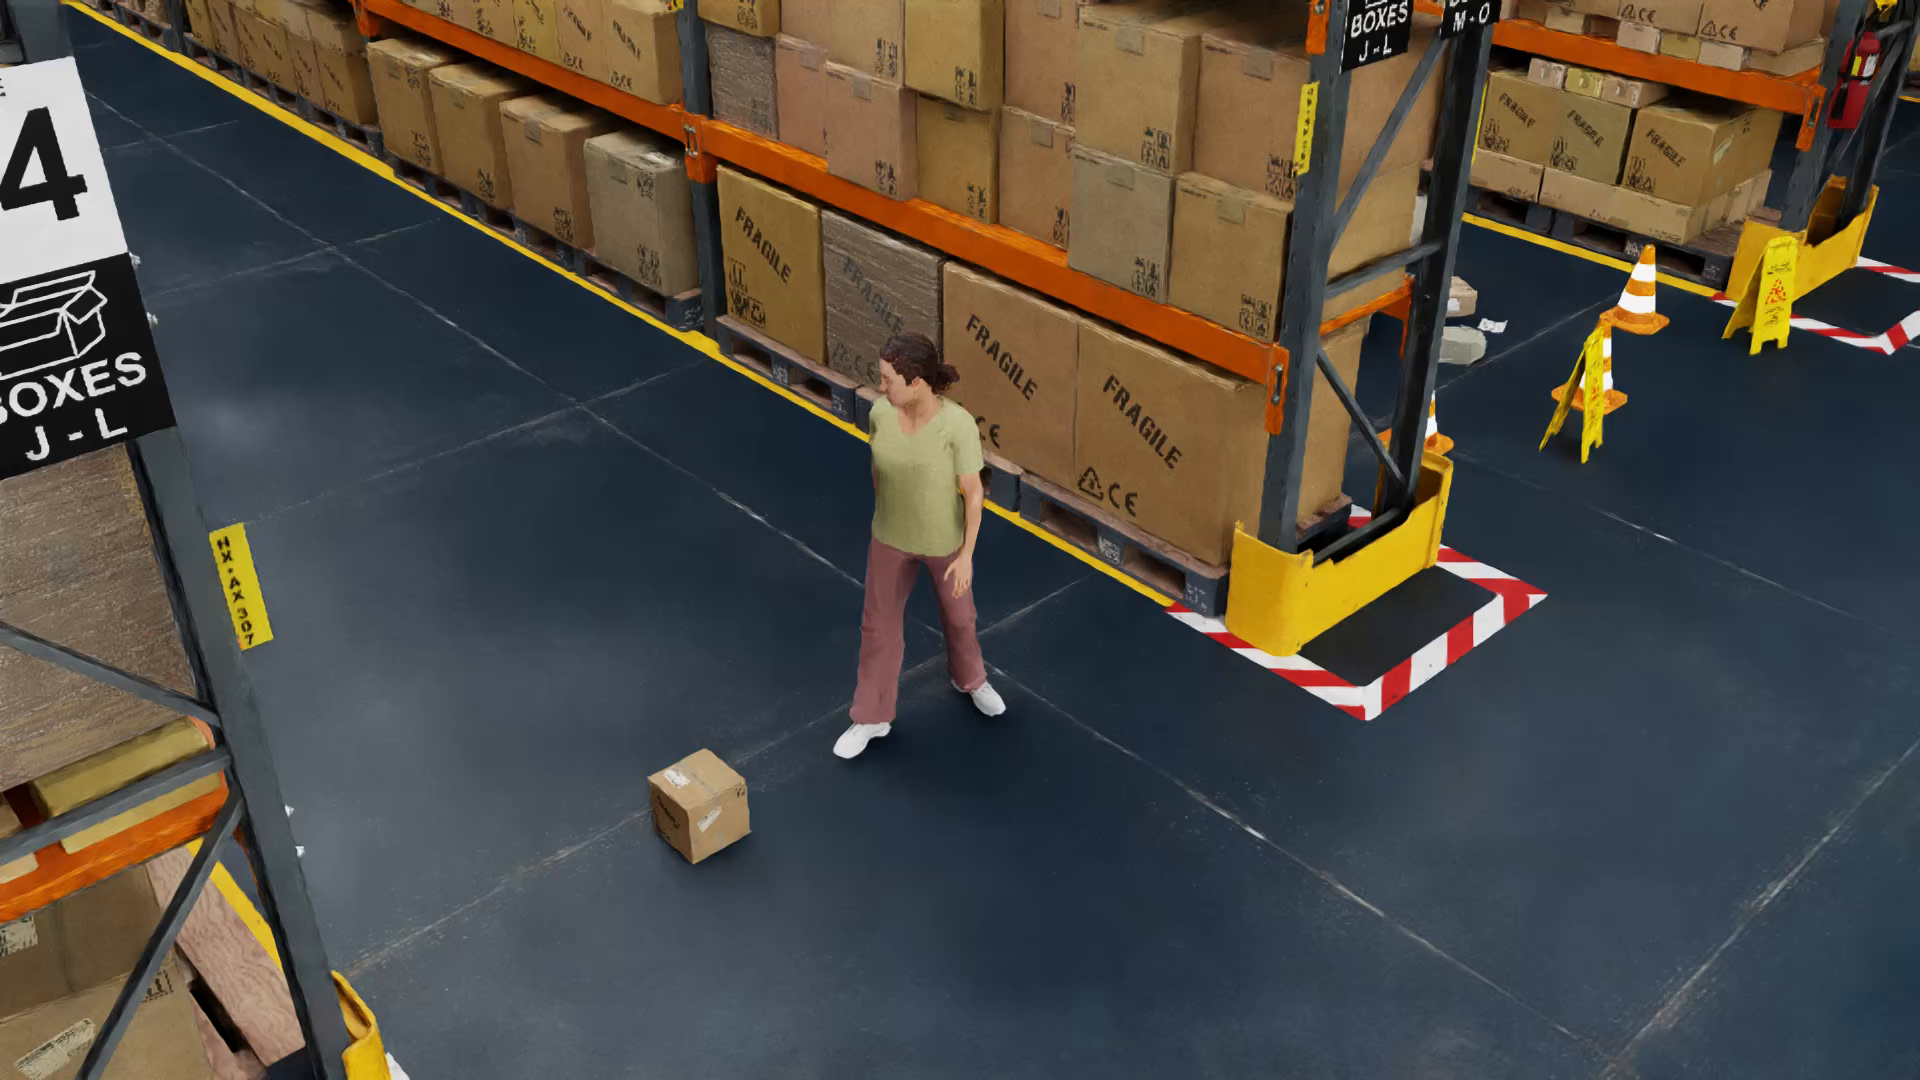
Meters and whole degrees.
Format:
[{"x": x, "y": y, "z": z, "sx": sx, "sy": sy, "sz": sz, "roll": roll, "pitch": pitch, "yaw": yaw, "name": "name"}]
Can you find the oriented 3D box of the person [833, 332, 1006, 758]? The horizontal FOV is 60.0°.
[{"x": -0.133, "y": 0.015, "z": 6.078, "sx": 0.570, "sy": 1.661, "sz": 0.654, "roll": 8, "pitch": 33, "yaw": 13, "name": "person"}]
